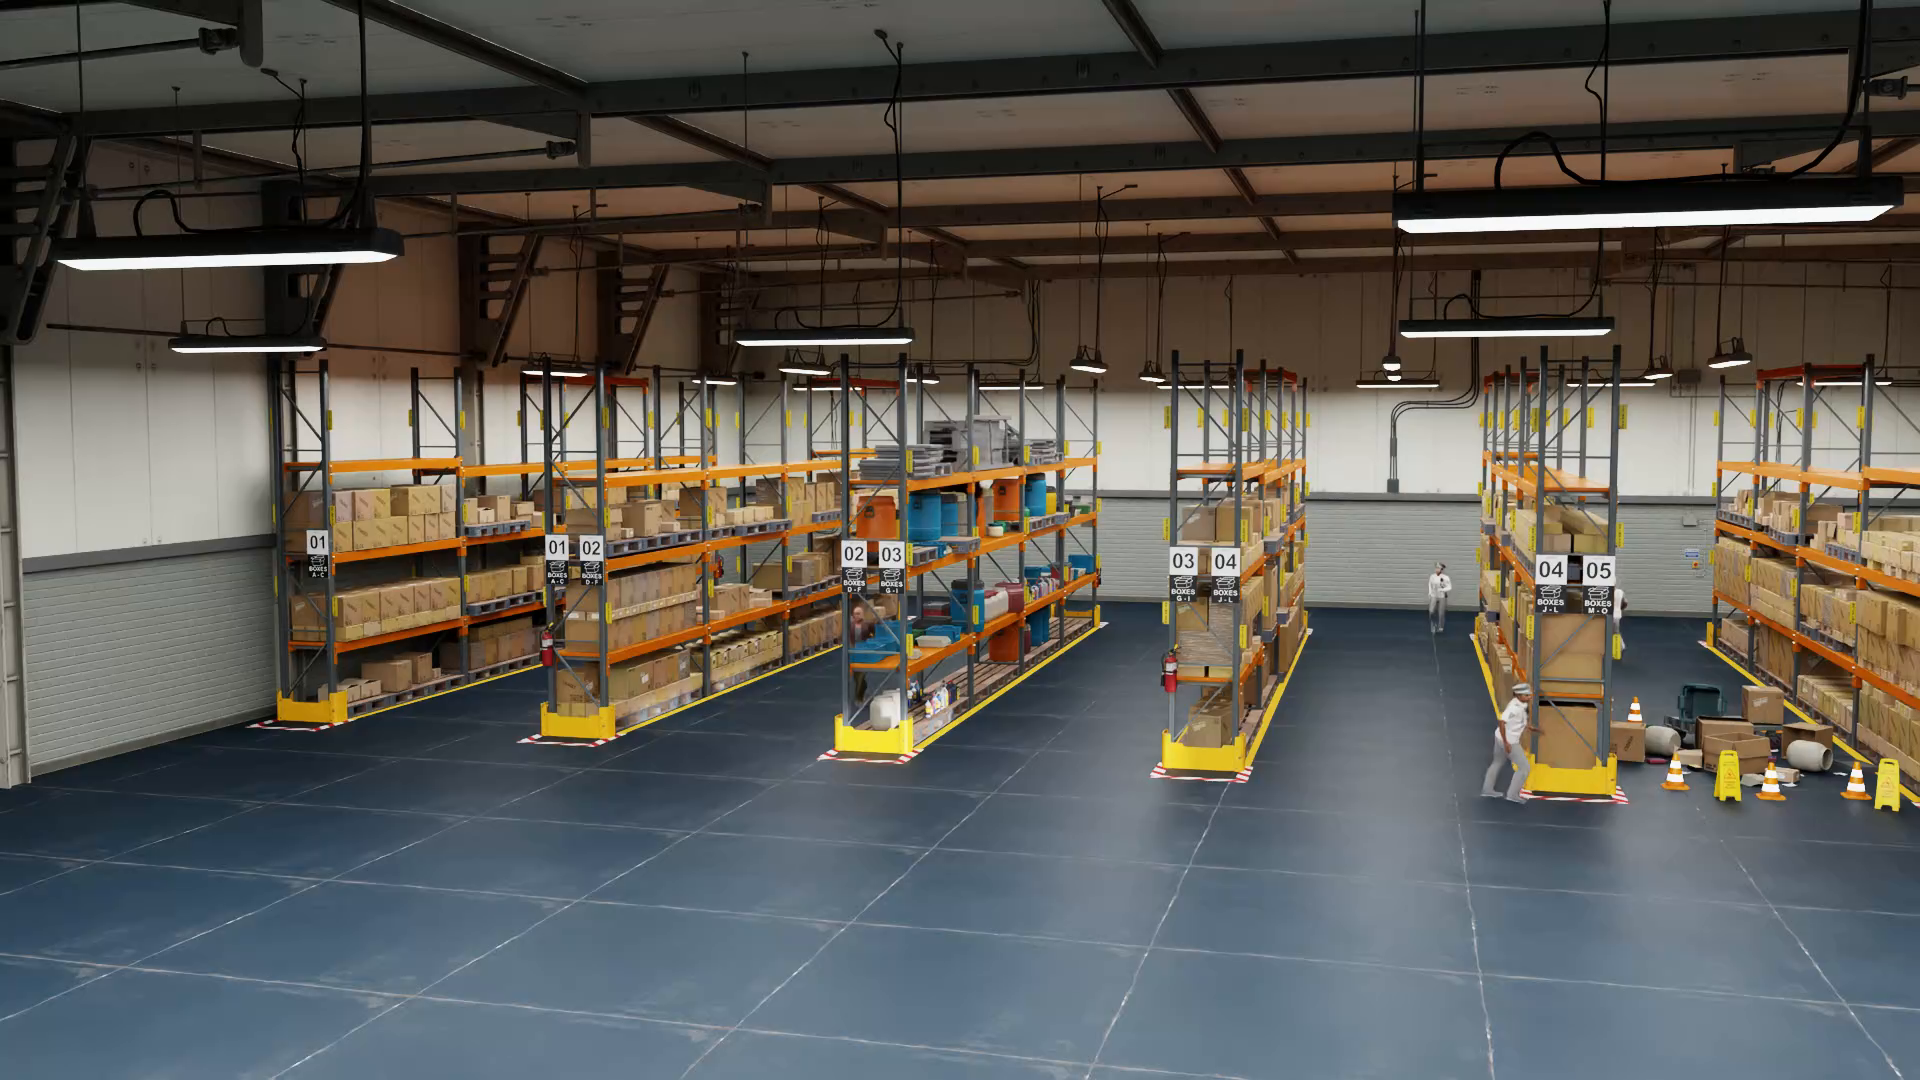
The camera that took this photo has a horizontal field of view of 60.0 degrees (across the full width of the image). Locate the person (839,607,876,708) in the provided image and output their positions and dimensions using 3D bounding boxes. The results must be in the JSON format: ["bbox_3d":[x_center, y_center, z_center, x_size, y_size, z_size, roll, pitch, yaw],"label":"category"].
[{"bbox_3d":[-1.755,2.033,29.299,0.701,1.743,0.883,1,4,10],"label":"person"}]

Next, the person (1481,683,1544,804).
[{"bbox_3d":[7.264,2.654,21.818,0.759,1.616,0.612,1,4,13],"label":"person"}]

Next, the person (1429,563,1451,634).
[{"bbox_3d":[11.196,1.359,38.891,0.583,1.678,0.653,3,5,31],"label":"person"}]

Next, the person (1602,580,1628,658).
[{"bbox_3d":[13.658,1.643,34.752,0.686,1.731,0.789,0,4,-4],"label":"person"}]
